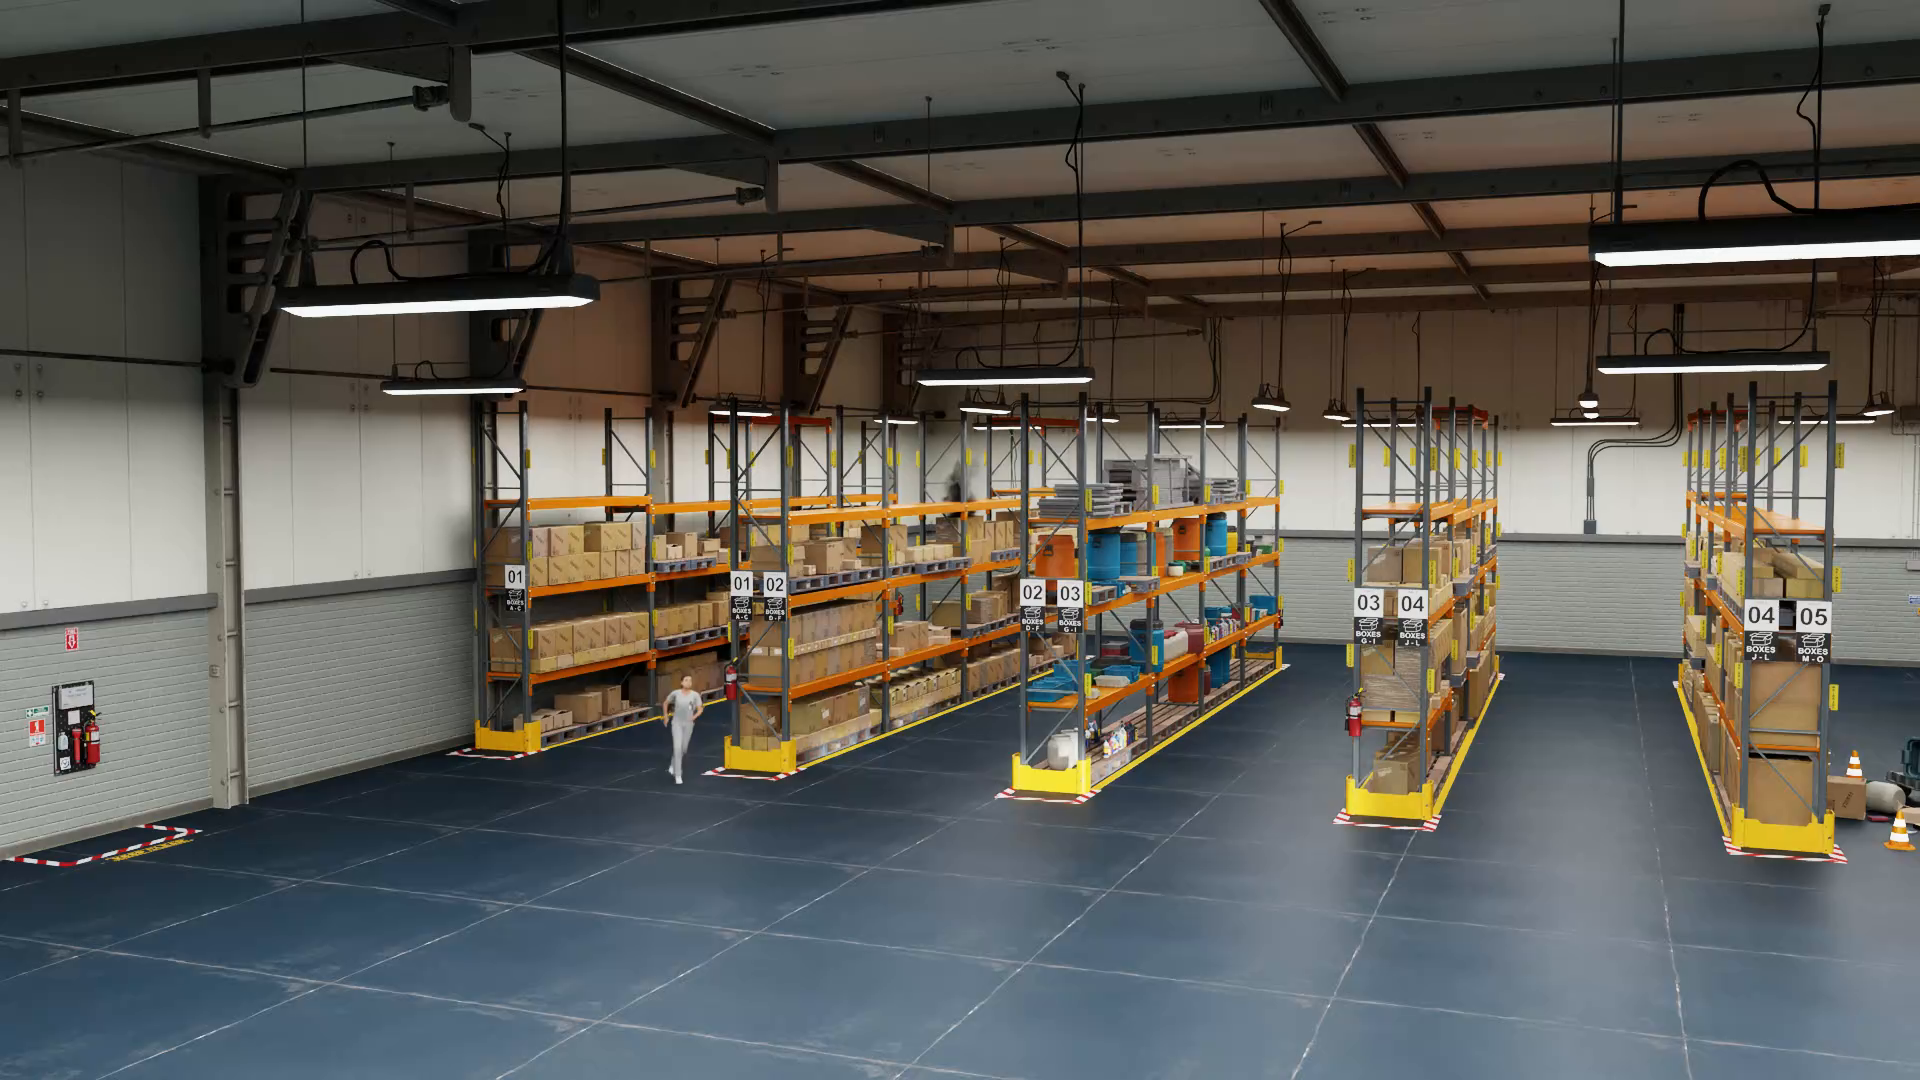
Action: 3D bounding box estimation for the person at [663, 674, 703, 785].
[{"bbox_3d":[-4.309,2.915,25.933,0.602,1.660,0.842,-1,3,-17],"label":"person"}]
